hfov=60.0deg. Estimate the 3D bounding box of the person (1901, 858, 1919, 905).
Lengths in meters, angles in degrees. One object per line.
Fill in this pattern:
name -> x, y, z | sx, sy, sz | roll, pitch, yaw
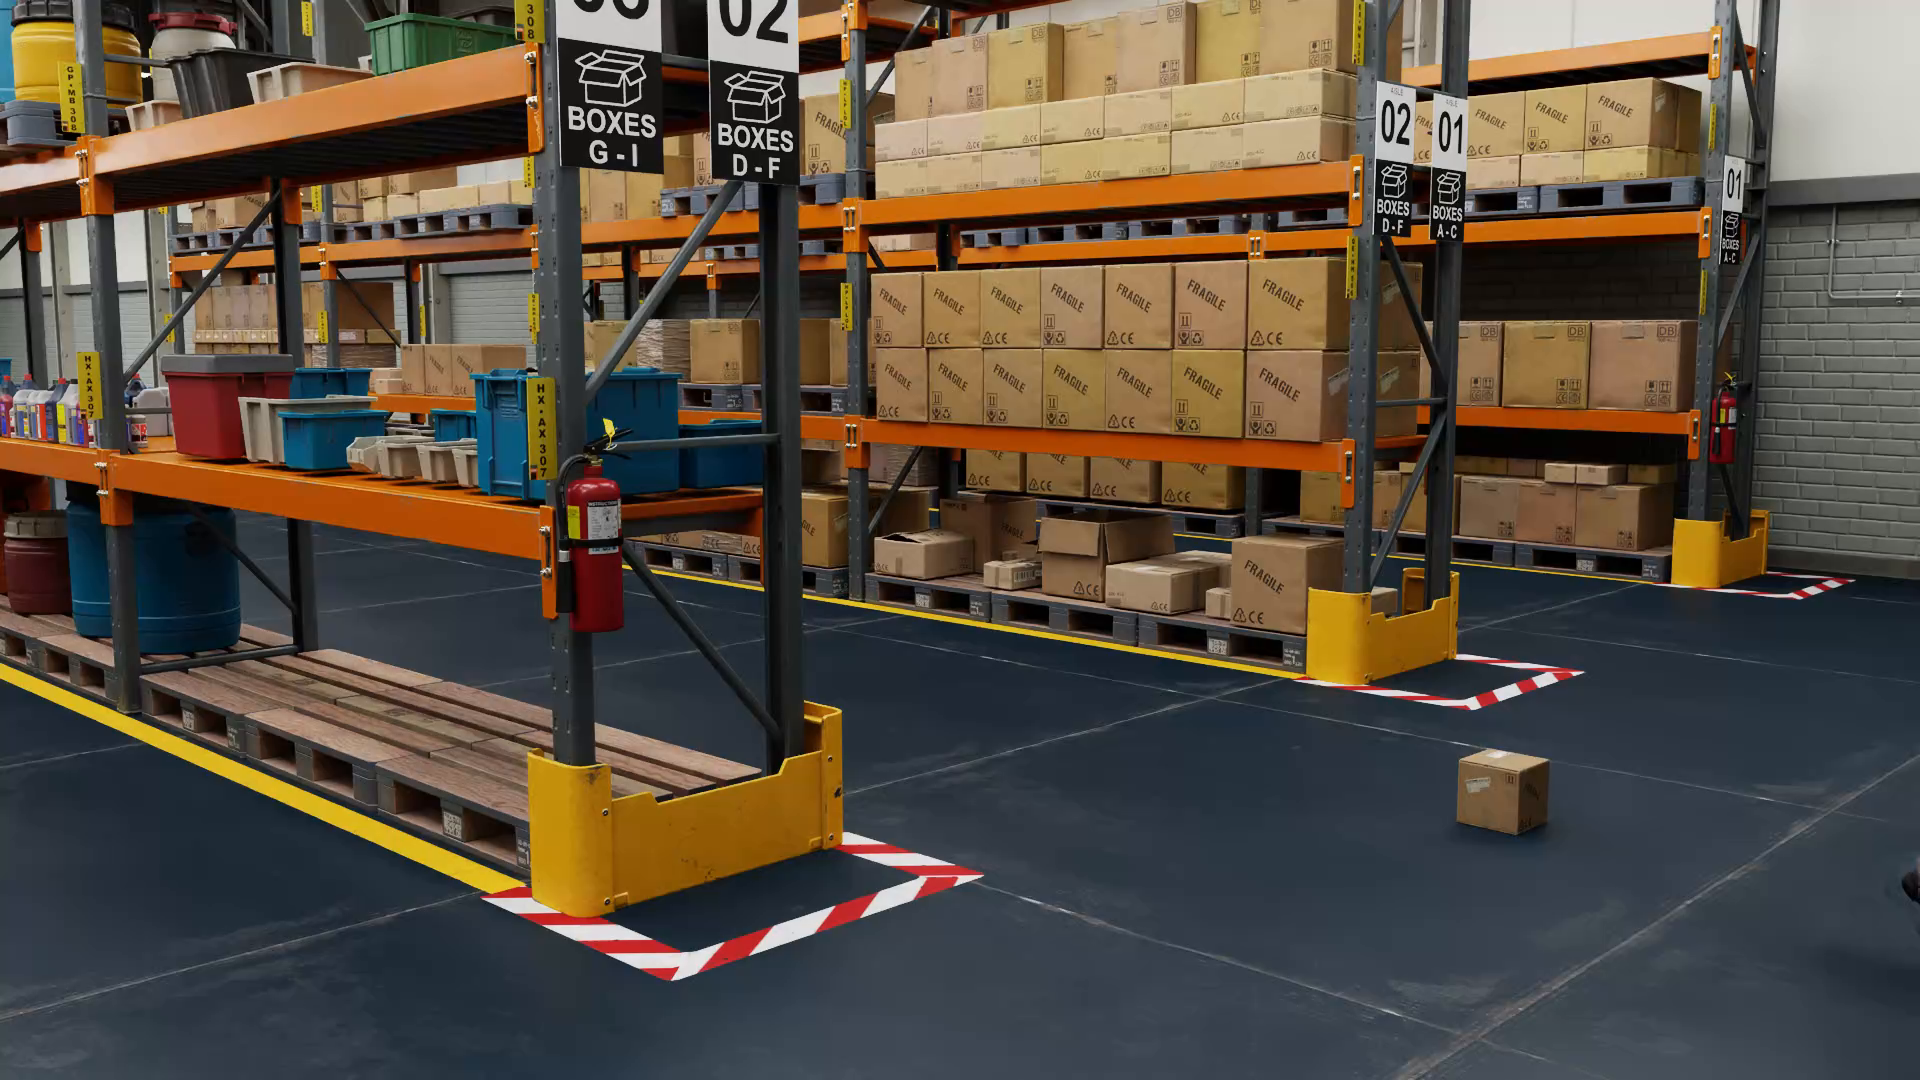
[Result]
person -> 3.165, 0.452, 4.618 | 0.529, 1.687, 0.864 | -5, 9, -37
